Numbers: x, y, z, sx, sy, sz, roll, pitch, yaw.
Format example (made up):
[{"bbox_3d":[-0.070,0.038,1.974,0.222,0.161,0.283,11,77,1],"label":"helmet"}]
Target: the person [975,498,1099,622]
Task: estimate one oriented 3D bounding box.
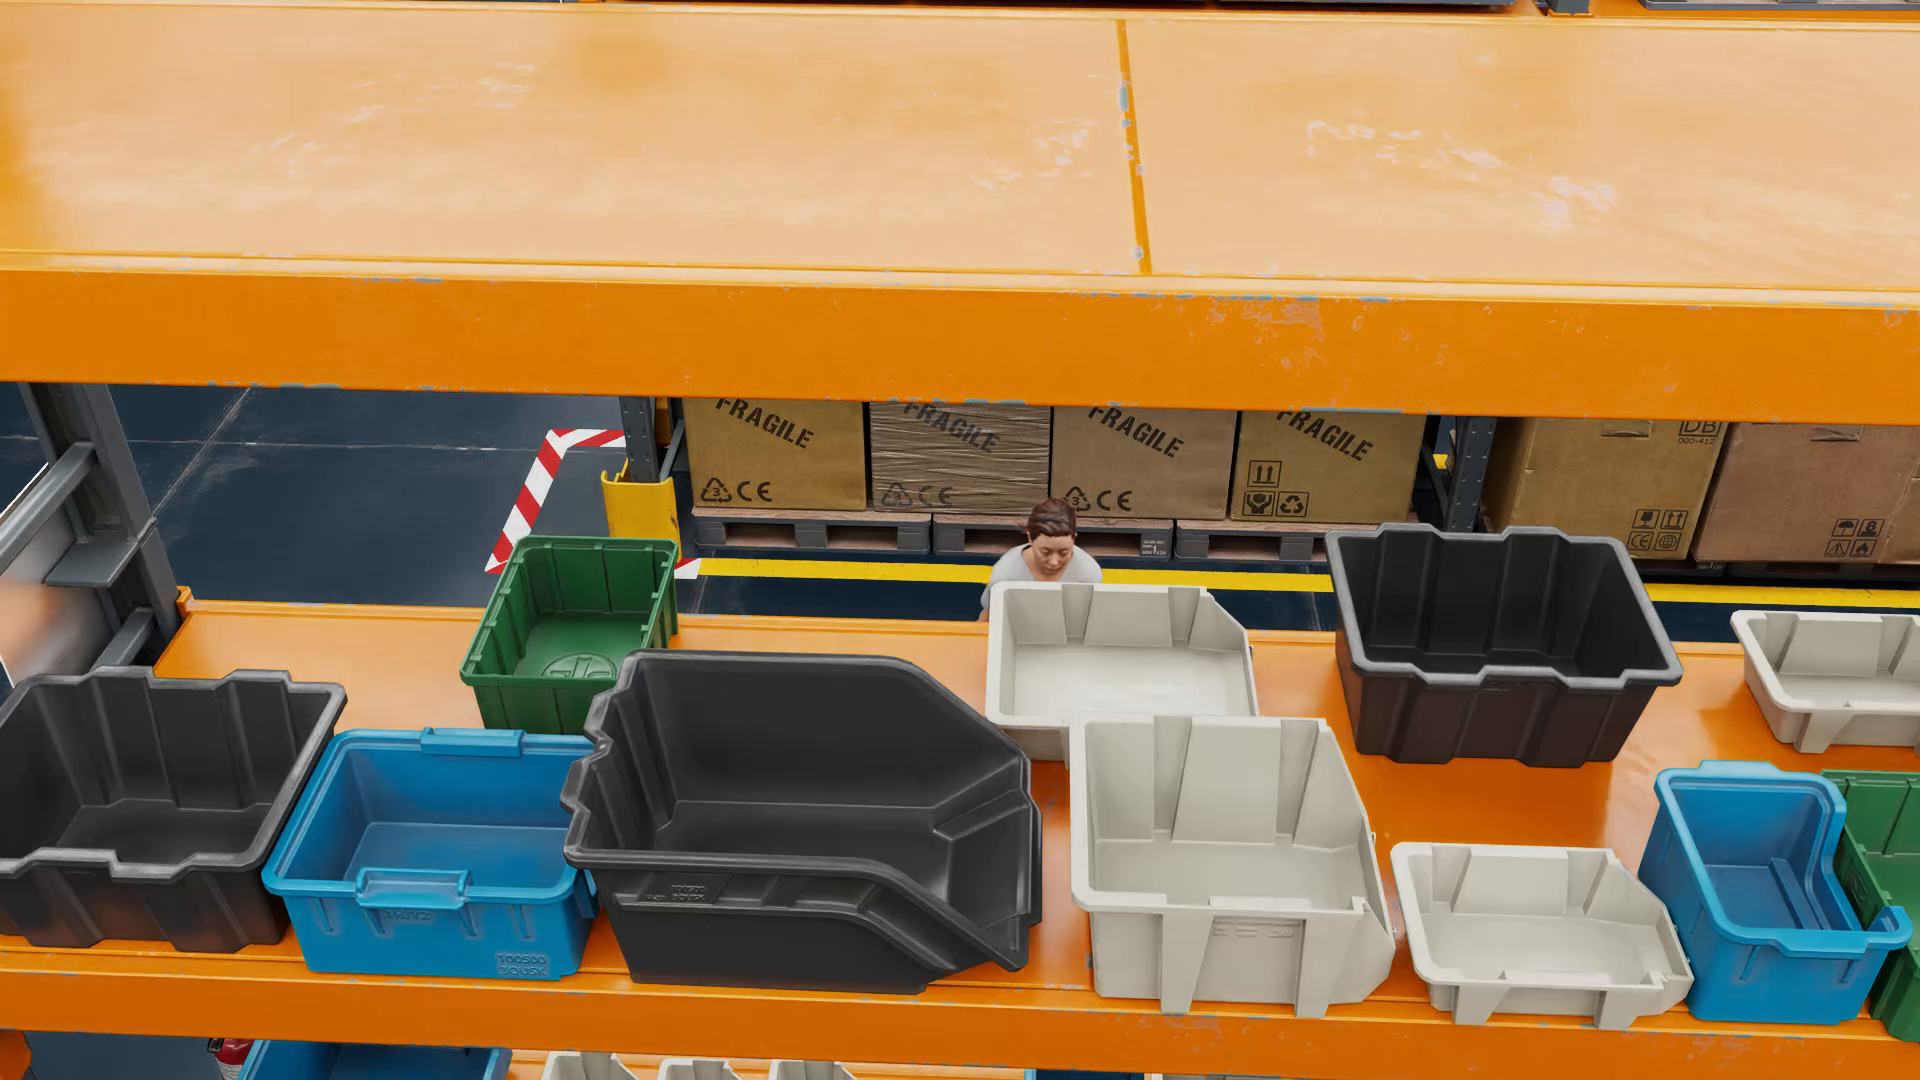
[{"bbox_3d":[0.292,0.538,6.371,0.486,1.672,0.413,1,36,1],"label":"person"}]
